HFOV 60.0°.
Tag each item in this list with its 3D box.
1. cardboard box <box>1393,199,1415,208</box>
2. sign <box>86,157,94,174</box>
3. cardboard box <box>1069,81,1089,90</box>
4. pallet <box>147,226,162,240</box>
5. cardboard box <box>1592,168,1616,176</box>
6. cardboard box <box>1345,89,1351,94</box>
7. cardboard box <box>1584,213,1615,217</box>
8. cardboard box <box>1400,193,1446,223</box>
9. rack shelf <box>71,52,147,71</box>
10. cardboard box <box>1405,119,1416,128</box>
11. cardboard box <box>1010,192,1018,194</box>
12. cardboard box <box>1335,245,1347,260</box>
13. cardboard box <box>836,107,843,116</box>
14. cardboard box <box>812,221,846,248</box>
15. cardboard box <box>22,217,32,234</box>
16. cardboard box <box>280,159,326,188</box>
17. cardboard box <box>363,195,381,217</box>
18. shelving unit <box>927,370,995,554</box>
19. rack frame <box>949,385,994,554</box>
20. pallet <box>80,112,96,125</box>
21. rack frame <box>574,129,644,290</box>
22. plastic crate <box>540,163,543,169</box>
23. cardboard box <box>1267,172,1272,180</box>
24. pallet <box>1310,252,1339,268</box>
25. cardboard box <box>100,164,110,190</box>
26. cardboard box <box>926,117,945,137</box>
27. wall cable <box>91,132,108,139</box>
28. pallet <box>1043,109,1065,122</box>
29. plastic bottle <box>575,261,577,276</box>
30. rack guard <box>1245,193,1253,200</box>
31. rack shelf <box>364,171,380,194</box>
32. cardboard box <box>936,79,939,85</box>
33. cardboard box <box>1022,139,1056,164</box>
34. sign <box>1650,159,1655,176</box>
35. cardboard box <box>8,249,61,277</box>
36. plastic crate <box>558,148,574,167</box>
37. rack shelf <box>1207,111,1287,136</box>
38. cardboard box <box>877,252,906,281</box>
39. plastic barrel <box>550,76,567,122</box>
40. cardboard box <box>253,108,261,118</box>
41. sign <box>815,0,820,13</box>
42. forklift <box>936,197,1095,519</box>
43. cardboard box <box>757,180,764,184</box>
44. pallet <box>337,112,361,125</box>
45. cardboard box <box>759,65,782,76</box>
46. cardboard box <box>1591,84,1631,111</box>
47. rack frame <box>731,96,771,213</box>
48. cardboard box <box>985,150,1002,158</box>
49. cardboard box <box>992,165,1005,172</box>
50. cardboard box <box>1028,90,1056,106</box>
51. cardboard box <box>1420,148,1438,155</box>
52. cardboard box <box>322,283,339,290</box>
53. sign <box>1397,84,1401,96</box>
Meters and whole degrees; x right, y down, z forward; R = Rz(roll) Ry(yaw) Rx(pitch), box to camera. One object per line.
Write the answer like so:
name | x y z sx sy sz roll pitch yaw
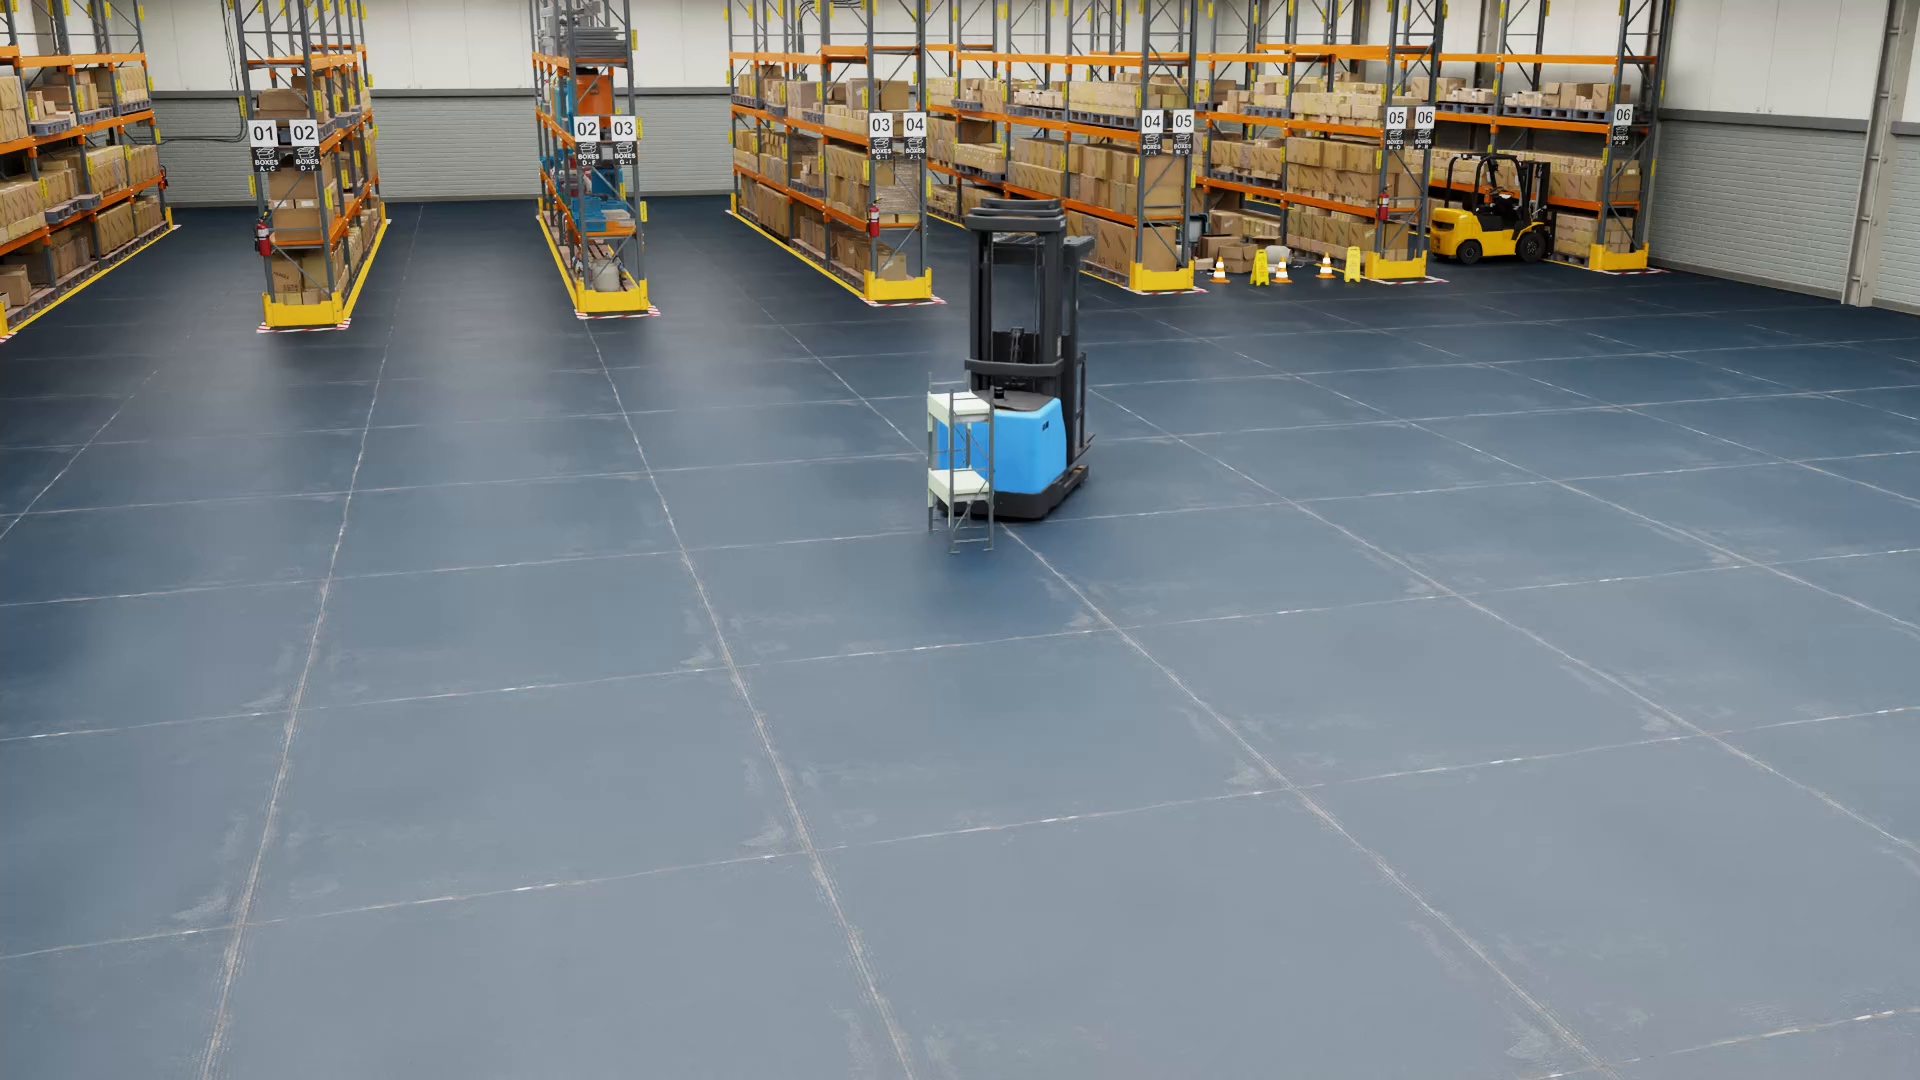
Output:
cardboard box | 8.552 -6.506 32.132 0.380 0.149 0.250 -5 17 -15
sign | -17.050 -7.333 32.572 0.100 0.325 0.005 -5 17 -15
cardboard box | 2.388 -9.023 33.006 0.380 0.149 0.250 -5 17 -15
pallet | -19.141 -7.096 38.506 1.003 0.211 1.213 -5 17 -15
cardboard box | 12.853 -7.342 33.176 0.380 0.149 0.250 -4 17 -14
cardboard box | 9.964 -11.327 42.062 0.380 0.149 0.250 -4 17 -14
cardboard box | 13.127 -6.558 34.181 0.500 0.250 0.500 -5 17 -15
cardboard box | 11.177 -8.013 40.108 0.875 0.625 0.625 -4 17 -13
rack shelf | -19.218 -10.767 37.399 1.077 0.370 4.000 -5 17 -15
cardboard box | 8.667 -7.950 31.724 0.380 0.149 0.250 -5 17 -15
cardboard box | 1.420 -8.023 39.056 0.500 0.250 0.500 -5 17 -16
cardboard box | 7.830 -5.746 33.216 0.500 0.250 0.500 -5 17 -15
cardboard box | -2.098 -7.990 30.990 0.380 0.149 0.250 -5 17 -16
cardboard box | -2.750 -6.466 35.144 0.700 0.500 0.500 -3 17 -11
cardboard box | -15.766 -5.218 27.634 0.500 0.250 0.500 -5 17 -16
cardboard box | -11.166 -6.187 28.205 0.700 0.500 0.500 -5 17 -15
cardboard box | -14.619 -8.259 41.110 0.500 0.500 0.500 -5 17 -15
shelving unit | 0.002 -0.716 15.028 0.431 1.500 0.755 -5 17 -15
rack frame | 0.102 -0.615 14.691 0.400 1.500 0.023 -5 17 -15
pallet | -17.797 -8.291 32.750 1.213 0.211 1.003 -4 17 -13
rack frame | -5.845 -5.341 27.816 1.000 3.000 0.127 -5 17 -15
plastic crate | -10.295 -9.292 41.323 0.250 0.136 0.298 -5 17 -15
cardboard box | 6.884 -7.898 36.036 0.380 0.149 0.250 -5 17 -17
pallet | 7.904 -5.766 34.078 1.003 0.211 1.213 -5 17 -15
cardboard box | -17.727 -7.408 33.972 0.500 0.500 0.500 -5 17 -16
cardboard box | -0.670 -10.907 43.919 0.500 0.500 0.500 -4 17 -14
wall cable | -21.029 -9.749 40.726 0.084 1.984 1.851 -5 17 -15
pallet | 2.316 -8.798 34.443 0.805 0.209 1.217 -5 18 -17
plastic bottle | -7.064 -5.000 30.638 0.061 0.283 0.133 -4 17 -13
rack guard | 8.841 -10.117 48.061 1.175 0.500 0.348 -5 17 -15
rack shelf | -14.456 -8.478 39.511 1.077 0.370 4.000 -5 17 -15
cardboard box | -0.402 -11.700 42.471 0.380 0.149 0.250 -5 17 -16
cardboard box | 1.770 -8.572 36.659 0.700 0.500 0.500 -5 17 -16
sign | 13.753 -7.404 33.043 0.100 0.325 0.005 -5 17 -15
cardboard box | -16.878 -5.019 30.324 0.700 0.500 0.500 -5 17 -16
plastic crate | -9.970 -9.734 42.277 0.616 0.435 0.499 -5 17 -15
rack shelf | 6.797 -9.268 36.925 1.077 0.370 4.000 -5 17 -15
cardboard box | -1.238 -4.911 29.999 0.500 0.500 0.500 -1 17 -5
plastic barrel | -8.026 -8.986 33.866 0.600 0.901 0.600 0 17 0
cardboard box | -11.178 -6.881 27.016 0.500 0.250 0.500 -5 17 -15
sign | -2.714 -10.190 31.632 0.100 0.325 0.005 -5 17 -15
forklift | 0.707 -1.990 16.779 1.130 2.935 3.031 5 18 17
cardboard box | -4.485 -8.424 41.044 0.875 0.875 0.875 -5 17 -15
pallet | -12.534 -8.329 32.877 1.213 0.211 1.003 -4 17 -13
cardboard box | -4.632 -11.405 40.409 0.500 0.250 0.500 -6 18 -19
cardboard box | 12.862 -8.746 32.861 0.500 0.500 0.500 -4 17 -13
rack frame | -5.479 -10.158 43.853 1.000 3.000 0.127 -5 17 -15
cardboard box | 0.801 -8.917 38.393 0.380 0.149 0.250 -4 17 -14
cardboard box | 0.938 -8.490 38.008 0.380 0.149 0.250 -4 17 -14
cardboard box | 1.782 -9.454 35.547 0.500 0.311 0.500 -5 17 -16
cardboard box | 11.077 -9.155 39.213 0.380 0.149 0.250 -4 17 -15
cardboard box | -10.683 -4.139 27.863 0.500 0.250 0.500 -5 17 -15
sign | 10.497 -10.764 39.758 0.100 0.325 0.005 -5 17 -15
